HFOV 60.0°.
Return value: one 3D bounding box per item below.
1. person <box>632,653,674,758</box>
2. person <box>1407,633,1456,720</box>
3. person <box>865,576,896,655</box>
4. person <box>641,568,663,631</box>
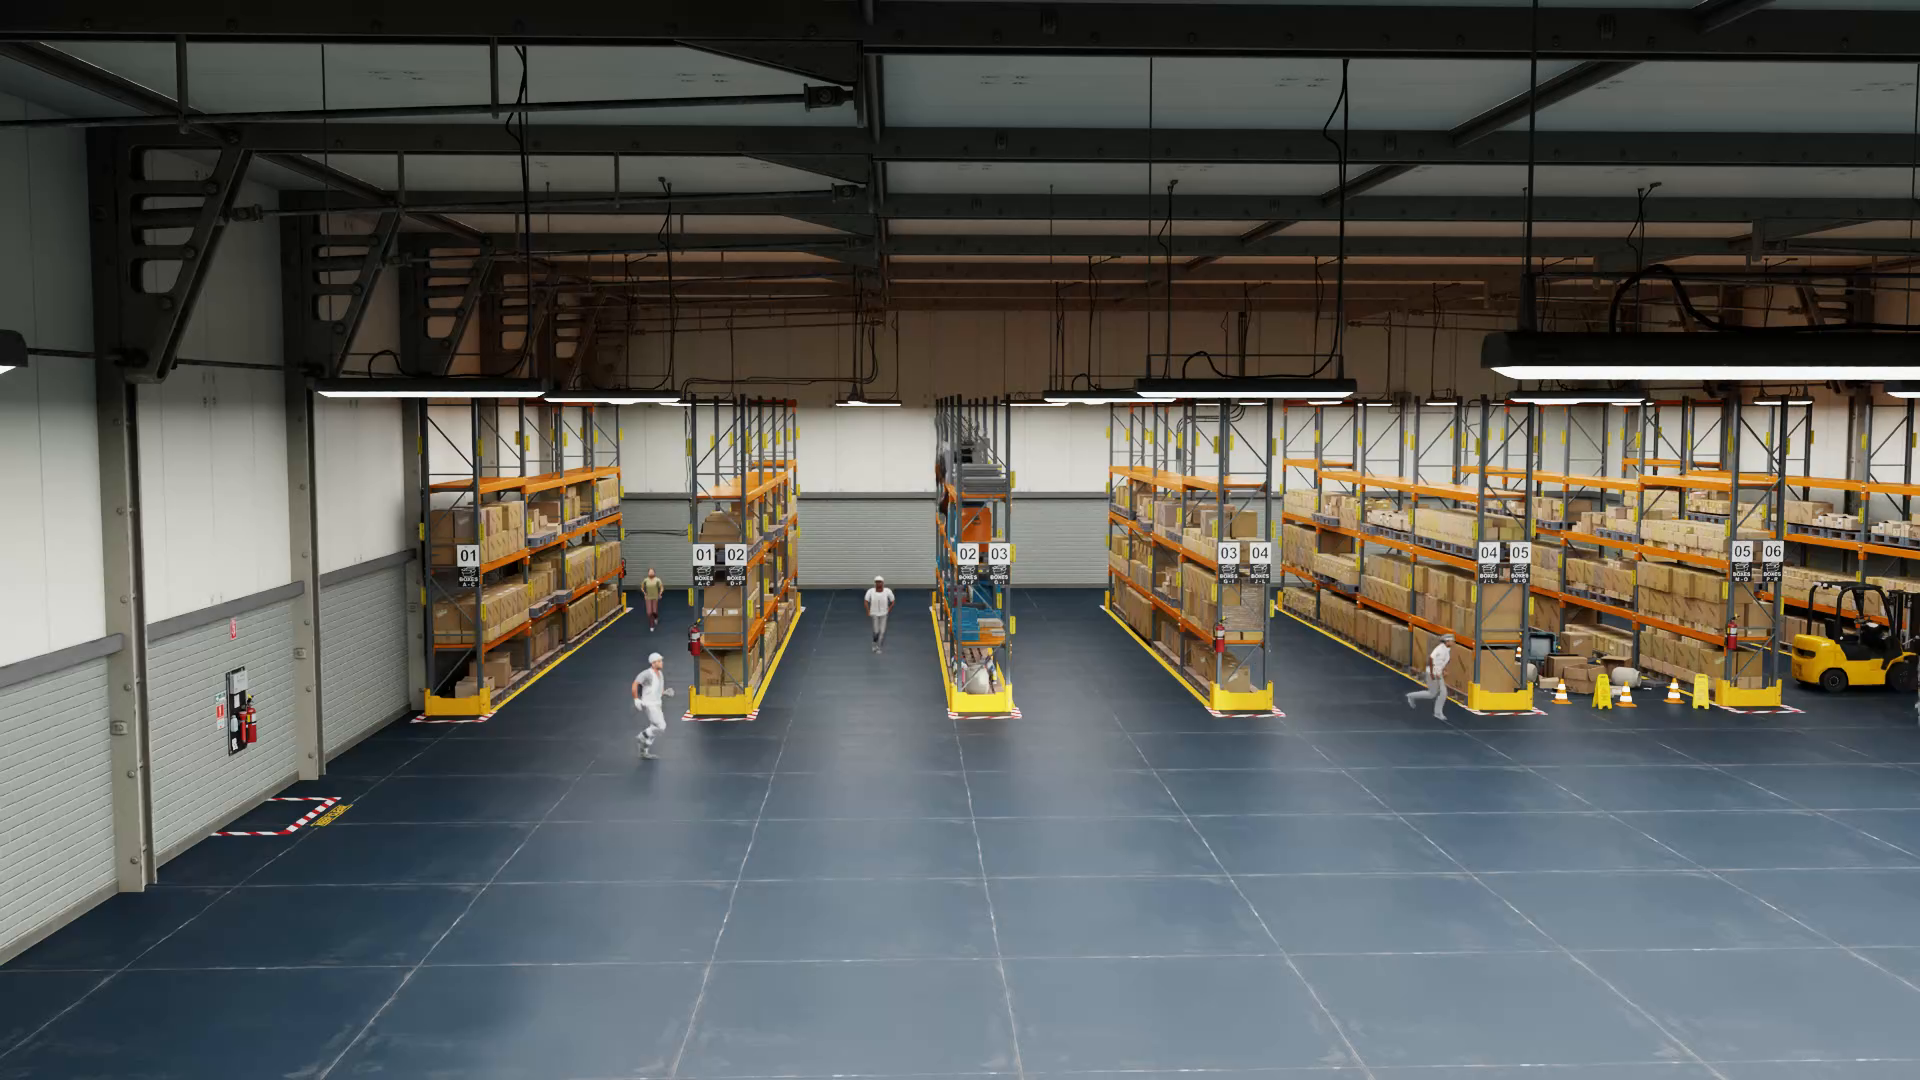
[{"bbox_3d":[-4.986,2.713,27.187,0.616,1.733,0.661,1,5,17],"label":"person"},{"bbox_3d":[8.757,2.518,30.898,0.863,1.629,0.575,2,5,25],"label":"person"},{"bbox_3d":[-1.771,1.665,36.916,0.691,1.741,0.572,0,5,-3],"label":"person"},{"bbox_3d":[-7.976,1.532,43.055,0.581,1.630,0.566,0,5,-5],"label":"person"}]
